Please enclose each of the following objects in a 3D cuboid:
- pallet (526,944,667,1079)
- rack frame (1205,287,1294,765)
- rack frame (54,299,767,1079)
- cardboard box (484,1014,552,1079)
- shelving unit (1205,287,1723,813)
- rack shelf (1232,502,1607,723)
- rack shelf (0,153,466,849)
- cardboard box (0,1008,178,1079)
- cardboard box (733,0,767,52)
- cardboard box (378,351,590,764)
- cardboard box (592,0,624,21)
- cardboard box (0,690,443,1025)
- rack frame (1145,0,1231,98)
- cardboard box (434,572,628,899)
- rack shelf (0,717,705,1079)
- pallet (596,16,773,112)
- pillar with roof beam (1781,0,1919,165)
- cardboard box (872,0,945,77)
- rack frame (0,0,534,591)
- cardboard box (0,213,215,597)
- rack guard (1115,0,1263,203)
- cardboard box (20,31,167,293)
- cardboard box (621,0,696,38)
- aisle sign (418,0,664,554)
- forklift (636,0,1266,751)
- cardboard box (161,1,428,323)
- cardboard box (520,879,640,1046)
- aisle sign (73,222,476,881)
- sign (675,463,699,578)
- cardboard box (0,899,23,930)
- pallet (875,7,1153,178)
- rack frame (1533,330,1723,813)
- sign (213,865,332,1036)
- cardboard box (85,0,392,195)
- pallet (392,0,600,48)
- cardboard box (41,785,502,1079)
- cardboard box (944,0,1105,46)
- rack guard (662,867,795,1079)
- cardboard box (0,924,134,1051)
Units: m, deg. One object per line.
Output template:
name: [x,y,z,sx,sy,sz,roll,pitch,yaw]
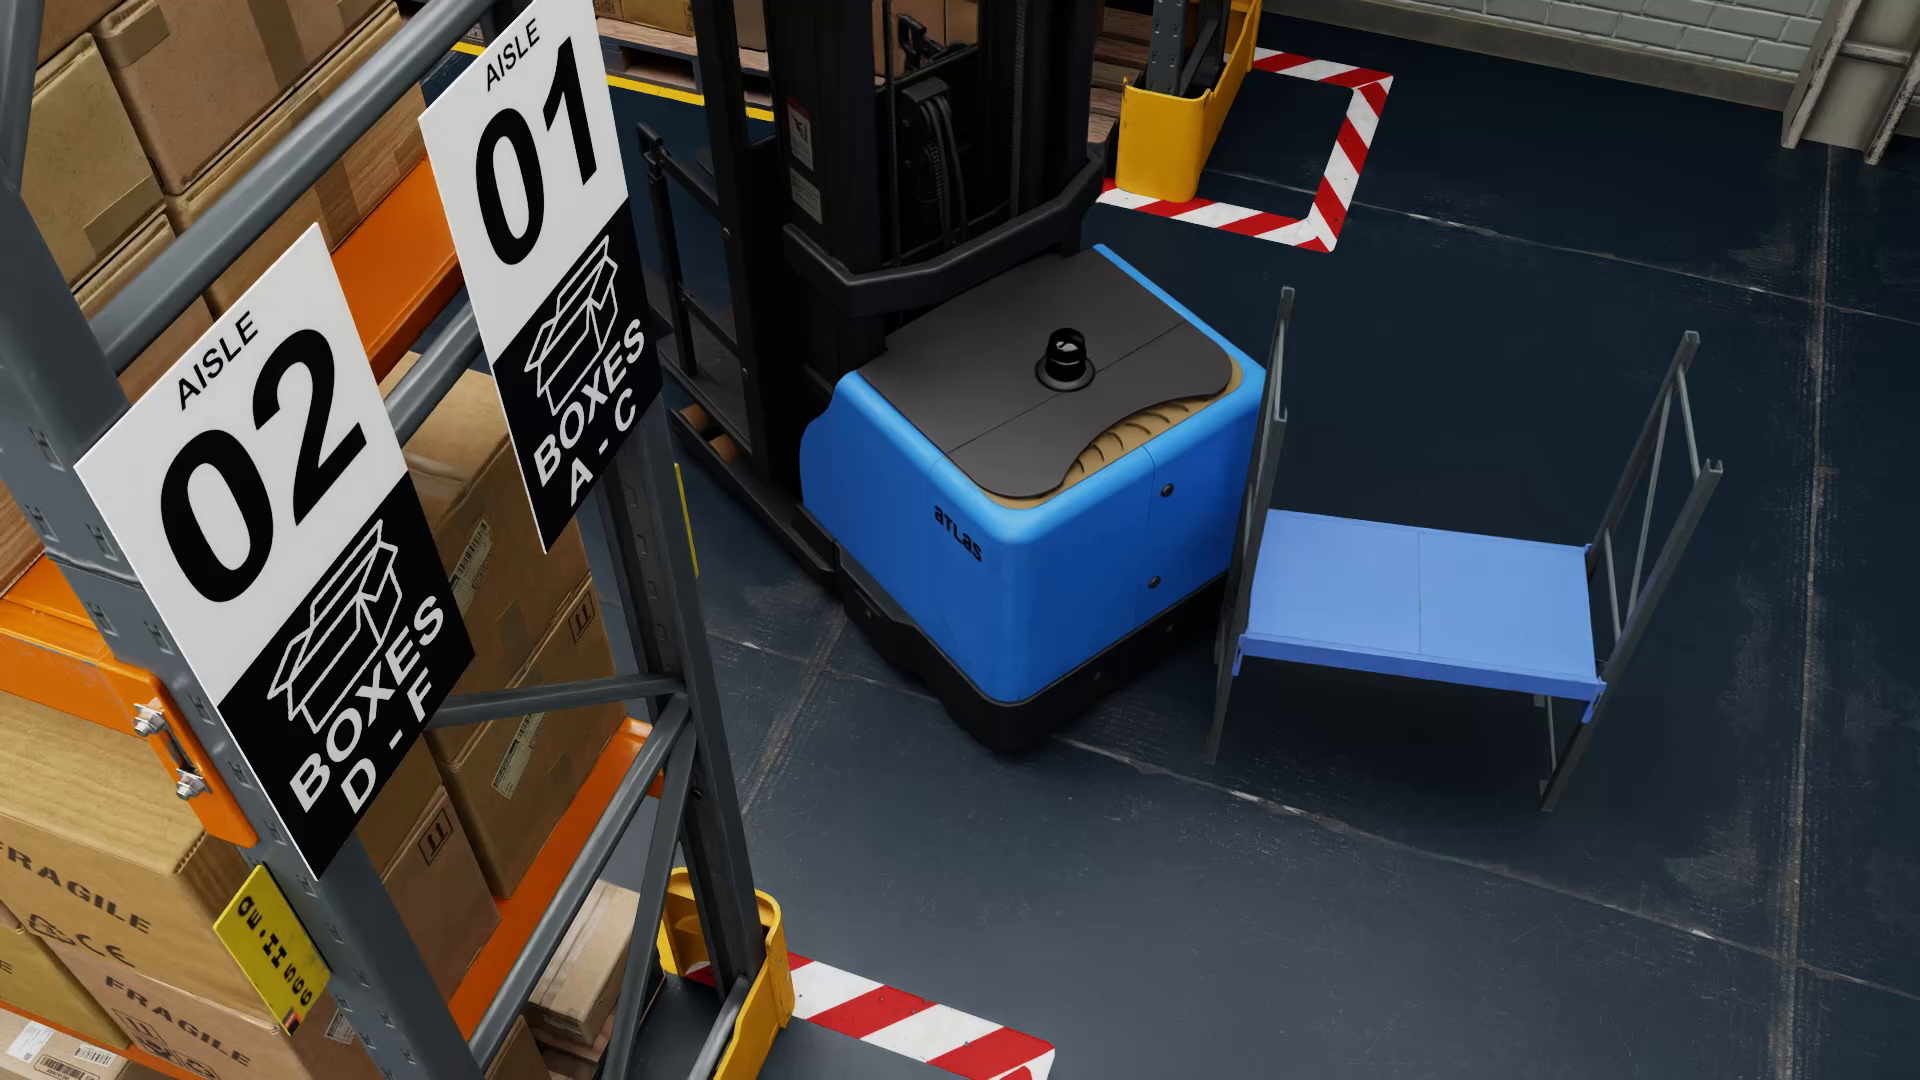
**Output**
pallet: [-1.552,1.351,4.440,1.213,0.211,1.003,16,51,13]
rack frame: [0.815,0.018,4.742,0.032,1.500,0.500,7,49,6]
rack frame: [-0.733,0.665,3.188,0.127,3.000,1.000,16,51,13]
cardboard box: [-1.328,1.372,3.939,0.500,0.500,0.500,16,51,13]
shelving unit: [1.316,0.082,4.686,1.048,1.500,0.538,7,49,6]
rack shelf: [1.316,0.200,4.822,1.000,0.185,0.538,7,49,6]
rack shelf: [-2.609,-0.605,2.781,4.000,0.370,1.077,16,51,13]
cardboard box: [-2.209,1.184,4.267,0.500,0.250,0.500,16,51,13]
cardboard box: [-0.652,-2.541,7.343,0.500,0.500,0.700,14,51,12]
cardboard box: [-1.058,0.002,3.035,0.500,0.500,0.500,17,51,14]
cardboard box: [-1.636,-2.811,7.578,0.500,0.500,0.700,15,51,13]
cardboard box: [-1.246,0.384,2.705,0.500,0.500,0.500,15,51,13]
rack frame: [0.980,-2.847,6.233,0.127,3.000,1.000,16,51,13]
cardboard box: [-1.058,0.330,3.413,0.500,0.500,0.500,17,51,14]
rack shelf: [-2.609,0.377,3.914,4.000,0.370,1.077,16,51,13]
pallet: [-0.937,-2.408,7.698,1.213,0.211,1.003,16,51,13]
pillar with roof beam: [2.321,-1.666,1.239,0.400,9.000,9.100,16,51,13]
cardboard box: [-0.180,-2.409,7.229,0.500,0.500,0.700,15,51,13]
rack frame: [-0.733,-1.299,0.921,0.127,3.000,1.000,16,51,13]
cardboard box: [-1.306,-0.216,2.066,0.500,0.250,0.500,16,51,13]
rack guard: [1.003,-2.022,7.172,0.348,0.500,1.175,16,51,13]
cardboard box: [-1.303,-0.385,1.883,0.500,0.250,0.500,16,51,13]
cardboard box: [-1.155,-2.675,7.460,0.500,0.500,0.700,17,51,14]
aisle sign: [-0.567,-0.376,2.371,0.004,0.787,0.394,16,51,13]
forklift: [-0.386,-1.379,5.006,1.130,2.935,3.031,-30,56,-24]
cardboard box: [-1.127,-0.583,2.384,0.500,0.250,0.500,16,51,13]
cardboard box: [-1.006,1.102,4.406,0.250,0.149,0.380,16,51,13]
aisle sign: [-0.775,0.049,2.002,0.004,0.787,0.394,16,51,13]
sign: [-0.545,-0.003,3.195,0.005,0.325,0.100,16,51,13]
cardboard box: [-1.720,0.252,2.819,0.500,0.500,0.500,17,51,14]
pallet: [0.203,-2.088,7.420,1.213,0.211,1.003,16,51,13]
rack frame: [1.817,0.146,4.631,0.032,1.500,0.500,7,49,6]
sign: [-0.944,0.571,2.295,0.005,0.325,0.100,16,51,13]
cardboard box: [-1.124,-0.751,2.199,0.500,0.250,0.500,16,51,13]
pallet: [-2.086,-2.727,7.973,1.213,0.211,1.003,16,51,13]
cardboard box: [-1.247,0.708,3.085,0.500,0.500,0.500,17,51,14]
cardboard box: [0.289,-2.278,7.116,0.500,0.500,0.700,16,51,13]
rack guard: [-0.804,1.464,4.150,0.348,0.500,1.175,16,51,13]
cardboard box: [-1.735,0.575,3.201,0.500,0.500,0.500,16,51,13]
